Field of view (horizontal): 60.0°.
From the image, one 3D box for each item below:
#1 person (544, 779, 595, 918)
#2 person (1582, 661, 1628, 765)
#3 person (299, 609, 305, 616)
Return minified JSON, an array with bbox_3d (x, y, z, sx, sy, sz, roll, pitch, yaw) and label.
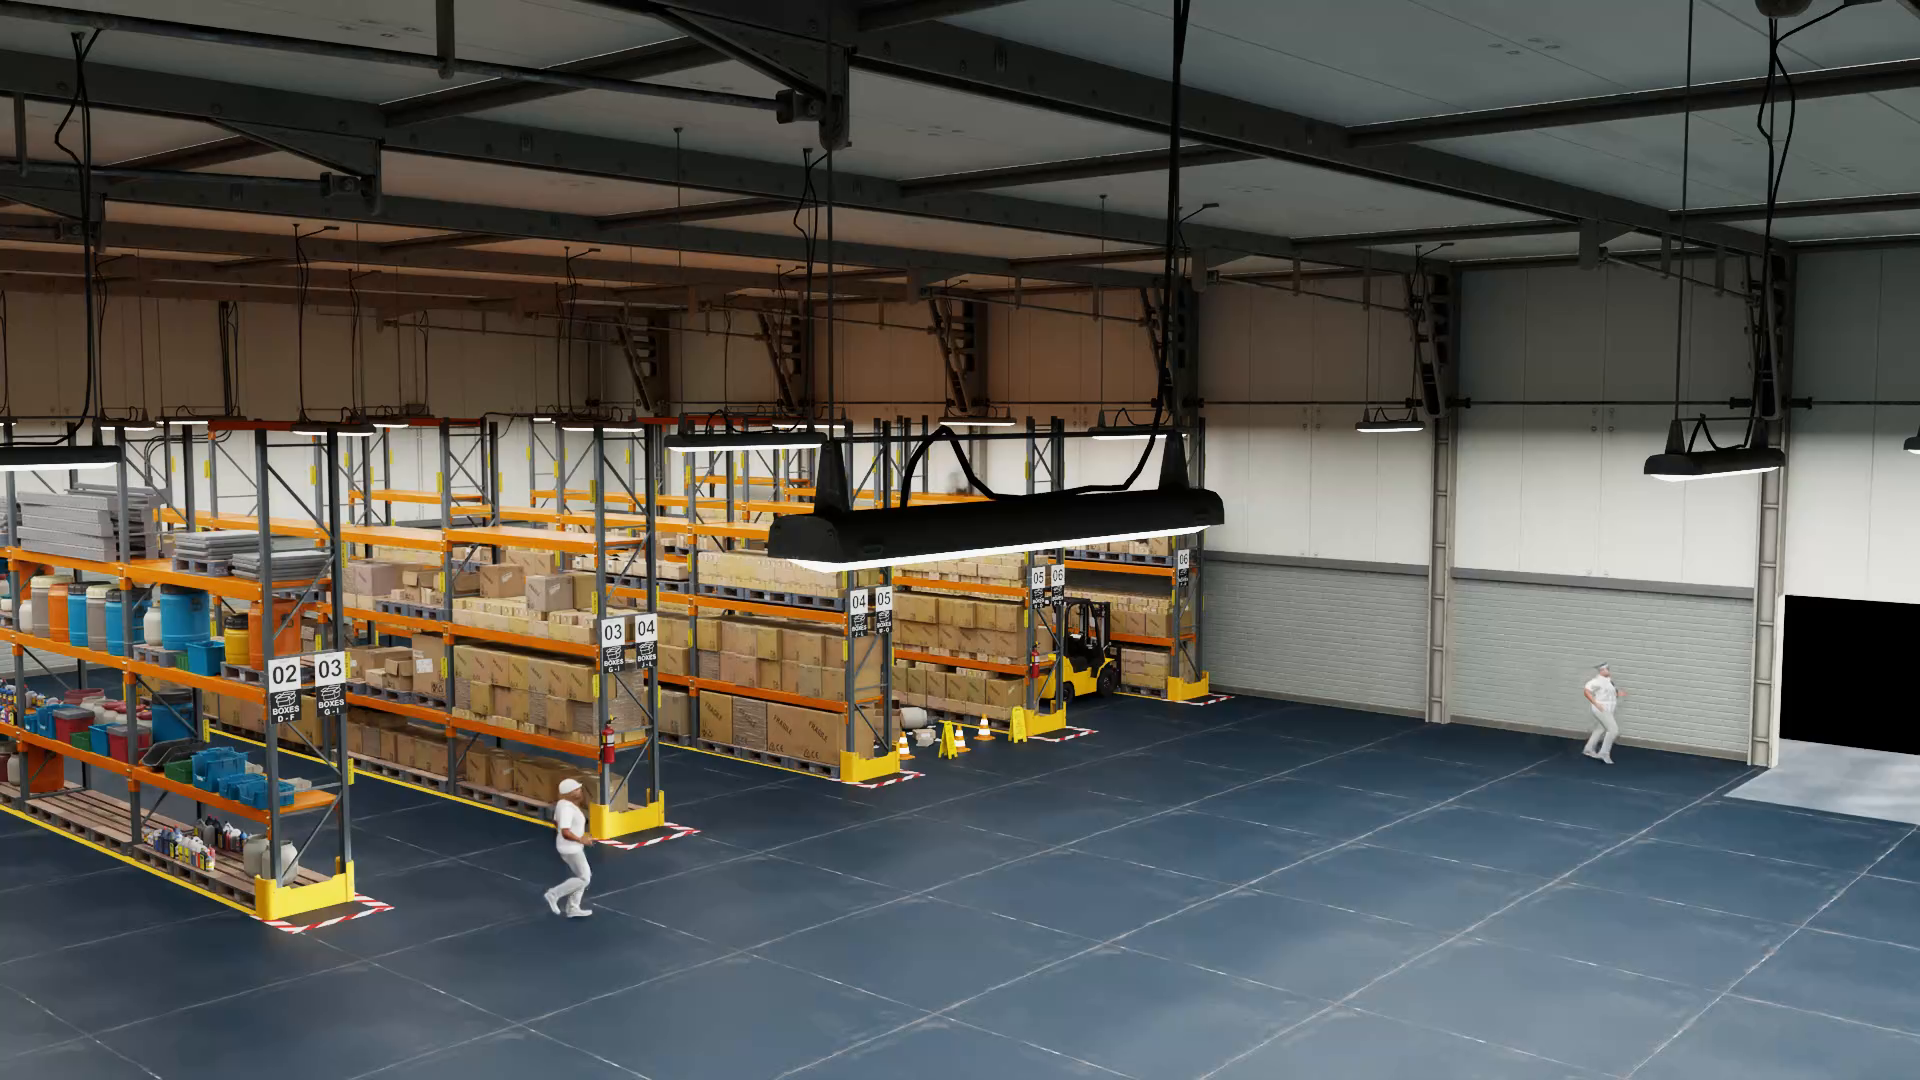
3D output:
[{"bbox_3d":[-4.807,3.777,20.365,0.606,1.722,0.690,-2,5,-20],"label":"person"},{"bbox_3d":[11.326,3.032,29.216,0.725,1.844,0.637,3,6,31],"label":"person"},{"bbox_3d":[-15.167,2.335,37.955,0.739,1.699,0.521,1,5,11],"label":"person"}]
